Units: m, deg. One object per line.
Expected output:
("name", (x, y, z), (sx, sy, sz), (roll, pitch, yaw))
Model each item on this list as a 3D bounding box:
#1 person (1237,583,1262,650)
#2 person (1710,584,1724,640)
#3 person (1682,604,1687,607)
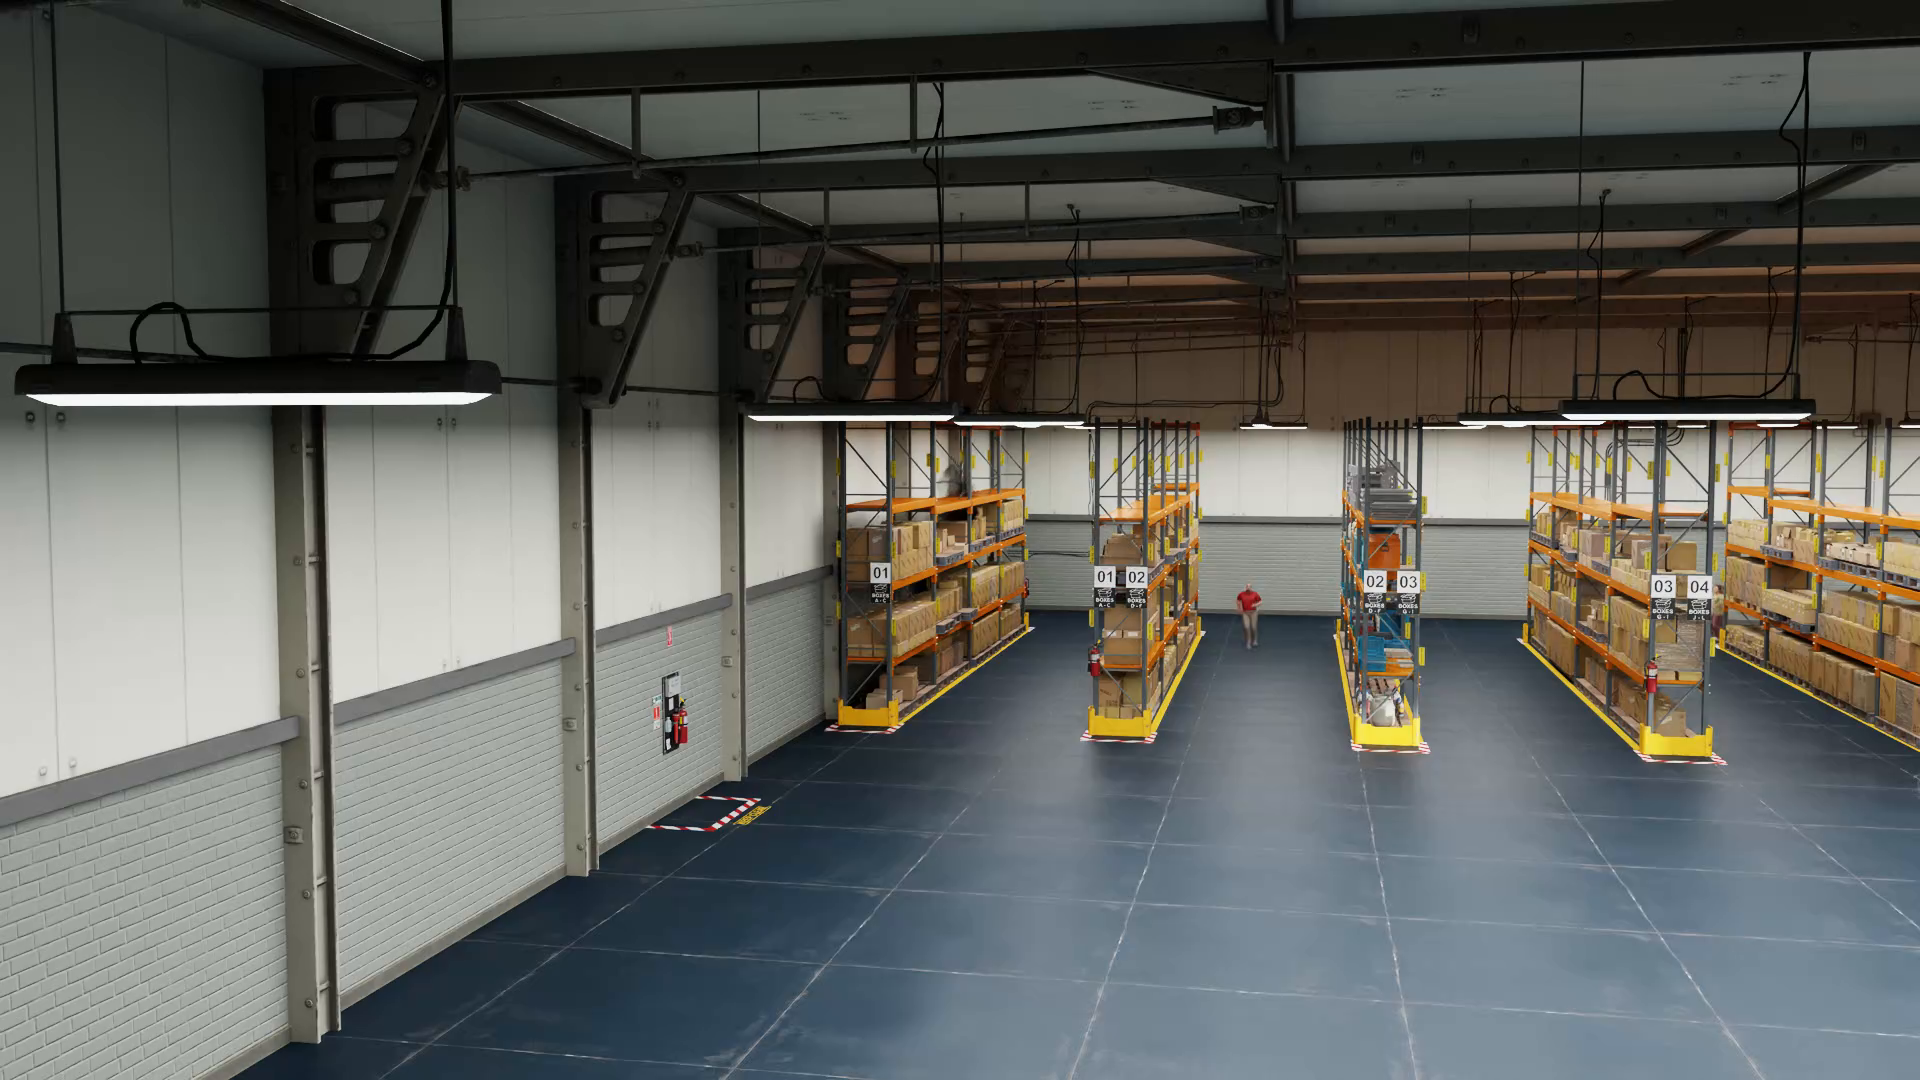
("person", (7.678, 2.000, 44.133), (0.666, 1.755, 0.883), (1, 4, 12))
("person", (20.625, 1.970, 45.363), (0.623, 1.568, 0.725), (0, 4, -2))
("person", (19.731, 2.012, 44.987), (0.588, 1.631, 0.660), (-1, 4, -17))
